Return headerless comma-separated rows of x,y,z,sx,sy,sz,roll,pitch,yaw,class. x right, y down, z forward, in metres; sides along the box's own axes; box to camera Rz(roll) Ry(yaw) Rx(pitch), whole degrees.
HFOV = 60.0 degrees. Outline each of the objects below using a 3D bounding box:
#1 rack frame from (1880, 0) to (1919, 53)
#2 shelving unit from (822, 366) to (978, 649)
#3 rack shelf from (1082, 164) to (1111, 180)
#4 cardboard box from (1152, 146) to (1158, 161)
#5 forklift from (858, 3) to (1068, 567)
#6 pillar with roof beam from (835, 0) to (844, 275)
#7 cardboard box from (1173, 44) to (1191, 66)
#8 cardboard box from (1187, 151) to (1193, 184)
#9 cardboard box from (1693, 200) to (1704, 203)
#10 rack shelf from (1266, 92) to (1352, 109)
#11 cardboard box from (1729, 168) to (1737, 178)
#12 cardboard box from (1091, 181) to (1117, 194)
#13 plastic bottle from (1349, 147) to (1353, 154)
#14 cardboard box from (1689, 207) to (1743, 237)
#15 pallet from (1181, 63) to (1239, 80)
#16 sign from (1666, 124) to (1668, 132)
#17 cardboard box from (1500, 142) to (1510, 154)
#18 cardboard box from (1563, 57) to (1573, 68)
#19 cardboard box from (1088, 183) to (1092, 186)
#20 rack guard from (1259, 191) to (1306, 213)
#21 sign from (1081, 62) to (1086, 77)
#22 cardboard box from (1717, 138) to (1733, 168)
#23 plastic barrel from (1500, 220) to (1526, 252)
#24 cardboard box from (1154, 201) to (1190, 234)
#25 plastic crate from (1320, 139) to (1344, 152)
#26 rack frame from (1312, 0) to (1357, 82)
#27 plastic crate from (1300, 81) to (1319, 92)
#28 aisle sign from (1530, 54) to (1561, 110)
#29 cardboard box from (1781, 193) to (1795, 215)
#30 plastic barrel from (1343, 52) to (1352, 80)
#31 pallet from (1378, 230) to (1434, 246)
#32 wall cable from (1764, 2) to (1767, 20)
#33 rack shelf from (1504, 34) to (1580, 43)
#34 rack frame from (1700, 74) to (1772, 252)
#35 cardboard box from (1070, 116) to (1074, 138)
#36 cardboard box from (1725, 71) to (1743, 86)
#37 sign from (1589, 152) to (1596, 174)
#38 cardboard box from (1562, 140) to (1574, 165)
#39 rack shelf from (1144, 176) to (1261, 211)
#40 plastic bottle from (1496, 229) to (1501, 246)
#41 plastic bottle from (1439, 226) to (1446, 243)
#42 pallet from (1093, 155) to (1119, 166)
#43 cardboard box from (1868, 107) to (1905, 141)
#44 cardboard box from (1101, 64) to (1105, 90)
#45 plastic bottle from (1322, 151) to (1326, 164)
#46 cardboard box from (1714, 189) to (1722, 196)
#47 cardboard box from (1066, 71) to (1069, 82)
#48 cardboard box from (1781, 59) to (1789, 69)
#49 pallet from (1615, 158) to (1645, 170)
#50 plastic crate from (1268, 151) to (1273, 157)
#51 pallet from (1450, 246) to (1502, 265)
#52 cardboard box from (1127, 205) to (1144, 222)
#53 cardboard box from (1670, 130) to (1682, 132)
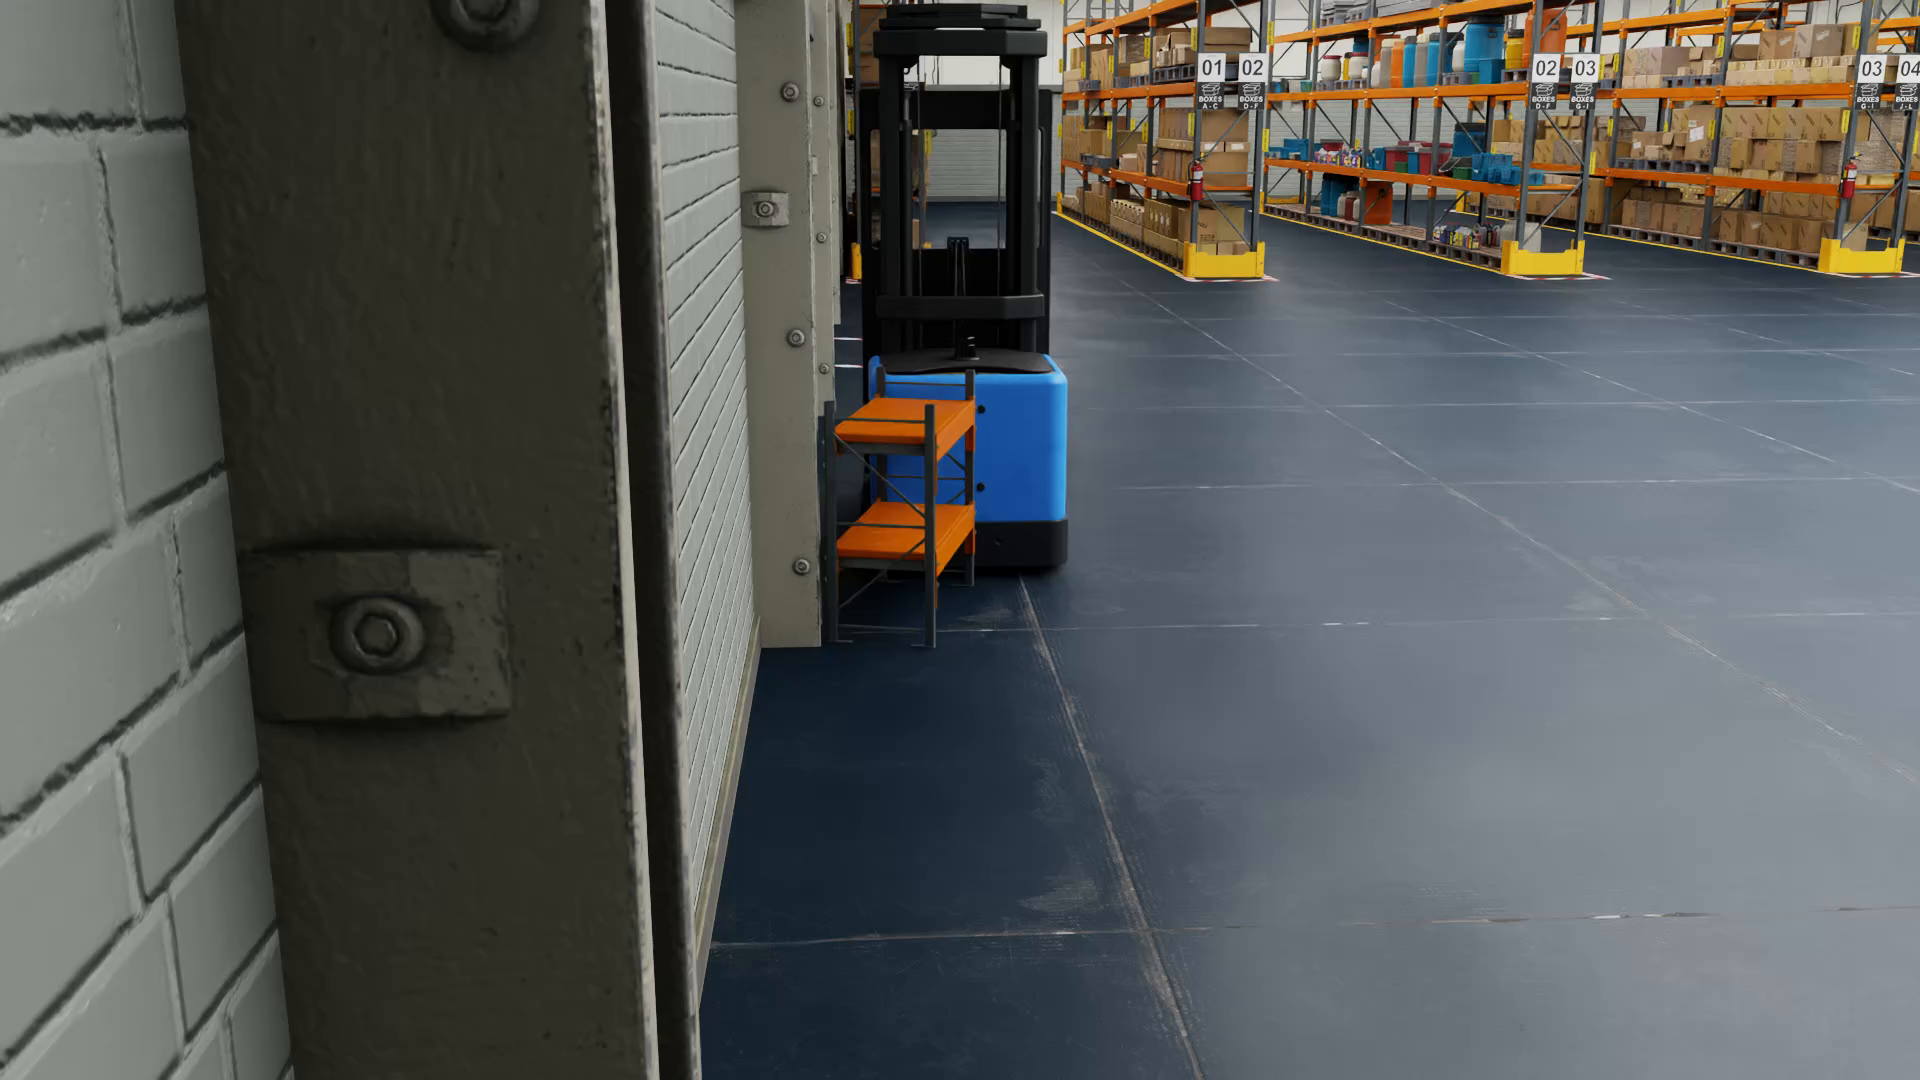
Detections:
22.717,-12.594,40.414,1.000,3.000,0.127,-1,14,-3,rack frame
-0.267,-0.190,7.994,0.538,1.125,1.048,3,15,10,shelving unit
3.310,-7.543,34.266,1.077,0.370,4.000,-1,14,-3,rack shelf
3.618,-6.770,29.617,0.500,0.500,0.500,0,14,1,cardboard box
-0.041,-1.585,9.803,1.130,2.935,3.031,-1,14,-3,forklift
2.376,-8.459,24.345,9.100,9.000,0.400,-1,14,-3,pillar with roof beam
3.561,-7.506,25.713,0.500,0.311,0.500,1,14,3,cardboard box
3.876,-5.699,25.458,0.700,0.500,0.500,-1,14,-2,cardboard box
17.562,-7.958,39.316,0.380,0.149,0.250,-2,15,-6,cardboard box
8.006,-10.066,38.053,1.077,0.370,4.000,-1,14,-3,rack shelf
13.328,-6.247,28.291,0.380,0.149,0.250,-1,14,-3,cardboard box
3.035,-7.382,34.824,0.500,0.250,0.500,-1,14,-3,cardboard box
8.370,-8.215,35.532,0.144,0.351,0.185,-1,14,-3,plastic bottle
13.553,-5.707,29.819,0.700,0.500,0.500,-2,15,-8,cardboard box
3.912,-6.990,24.833,1.003,0.211,1.213,-1,14,-3,pallet
17.241,-9.998,40.626,0.100,0.325,0.005,-1,14,-3,sign
12.718,-8.973,38.087,0.500,0.250,0.500,-1,14,-2,cardboard box
13.120,-10.101,35.702,0.700,0.500,0.500,-1,14,-2,cardboard box
3.218,-8.255,39.722,0.500,0.500,0.500,-1,14,-3,cardboard box
7.868,-8.254,40.604,1.175,0.500,0.348,-1,14,-3,rack guard
2.645,-10.081,35.632,0.100,0.325,0.005,-1,14,-3,sign
13.536,-6.631,28.480,0.875,0.500,0.500,-1,14,-3,cardboard box
8.726,-4.765,26.178,0.421,0.512,0.421,0,14,0,plastic barrel
3.460,-5.265,27.140,0.500,0.500,0.500,-1,14,-3,cardboard box
8.325,-8.750,37.266,0.402,0.464,0.583,-1,14,-3,plastic crate
8.130,-11.370,35.656,1.000,3.000,0.127,-1,14,-3,rack frame
7.755,-10.057,36.911,0.416,0.233,0.300,-1,14,-3,plastic crate
8.582,-6.716,24.393,0.394,0.787,0.004,-1,14,-3,aisle sign
17.892,-7.135,35.413,0.500,0.500,0.500,-1,14,-2,cardboard box
8.389,-9.988,35.084,0.600,0.588,0.600,0,14,0,plastic barrel
8.460,-5.623,30.957,1.003,0.211,1.213,-1,14,-3,pallet
22.083,-14.004,45.895,0.463,3.000,0.029,-1,14,-3,wall cable
12.950,-11.401,38.026,1.077,0.370,4.000,-1,14,-3,rack shelf
13.569,-6.551,28.968,1.000,3.000,0.127,-1,14,-3,rack frame
2.801,-9.421,37.915,0.500,0.500,0.500,-1,14,-4,cardboard box
13.342,-7.815,28.162,0.500,0.250,0.500,-1,15,-6,cardboard box
9.423,-5.621,24.799,0.100,0.325,0.005,-1,14,-3,sign
12.953,-8.093,34.760,0.500,0.500,0.500,-1,14,-2,cardboard box
3.806,-5.553,26.534,1.077,0.370,4.000,-1,14,-3,rack shelf
8.992,-5.044,27.695,0.152,0.276,0.135,-1,14,-2,plastic bottle
8.256,-5.203,28.310,0.152,0.276,0.135,0,14,-1,plastic bottle
3.309,-7.784,34.147,1.003,0.211,1.213,-1,14,-3,pallet
14.055,-6.374,25.475,0.500,0.500,0.500,-1,14,-3,cardboard box
3.310,-9.259,33.273,0.910,0.500,0.500,-1,14,-3,cardboard box
7.781,-8.161,35.482,0.097,0.271,0.097,0,14,0,plastic bottle
17.624,-8.044,38.454,0.380,0.149,0.250,-2,15,-6,cardboard box
2.734,-10.749,38.563,0.500,0.250,0.500,-1,14,-3,cardboard box
13.450,-7.651,26.725,0.380,0.149,0.250,-1,14,-2,cardboard box
13.472,-7.277,32.176,1.213,0.211,1.003,-1,14,-3,pallet
7.507,-9.213,39.722,0.250,0.136,0.298,-1,14,-3,plastic crate
8.705,-4.652,27.184,1.003,0.211,1.213,-1,14,-3,pallet
3.304,-5.892,29.957,0.500,0.311,0.500,-1,14,-4,cardboard box
17.535,-9.663,40.267,0.500,0.500,0.500,0,14,-1,cardboard box
